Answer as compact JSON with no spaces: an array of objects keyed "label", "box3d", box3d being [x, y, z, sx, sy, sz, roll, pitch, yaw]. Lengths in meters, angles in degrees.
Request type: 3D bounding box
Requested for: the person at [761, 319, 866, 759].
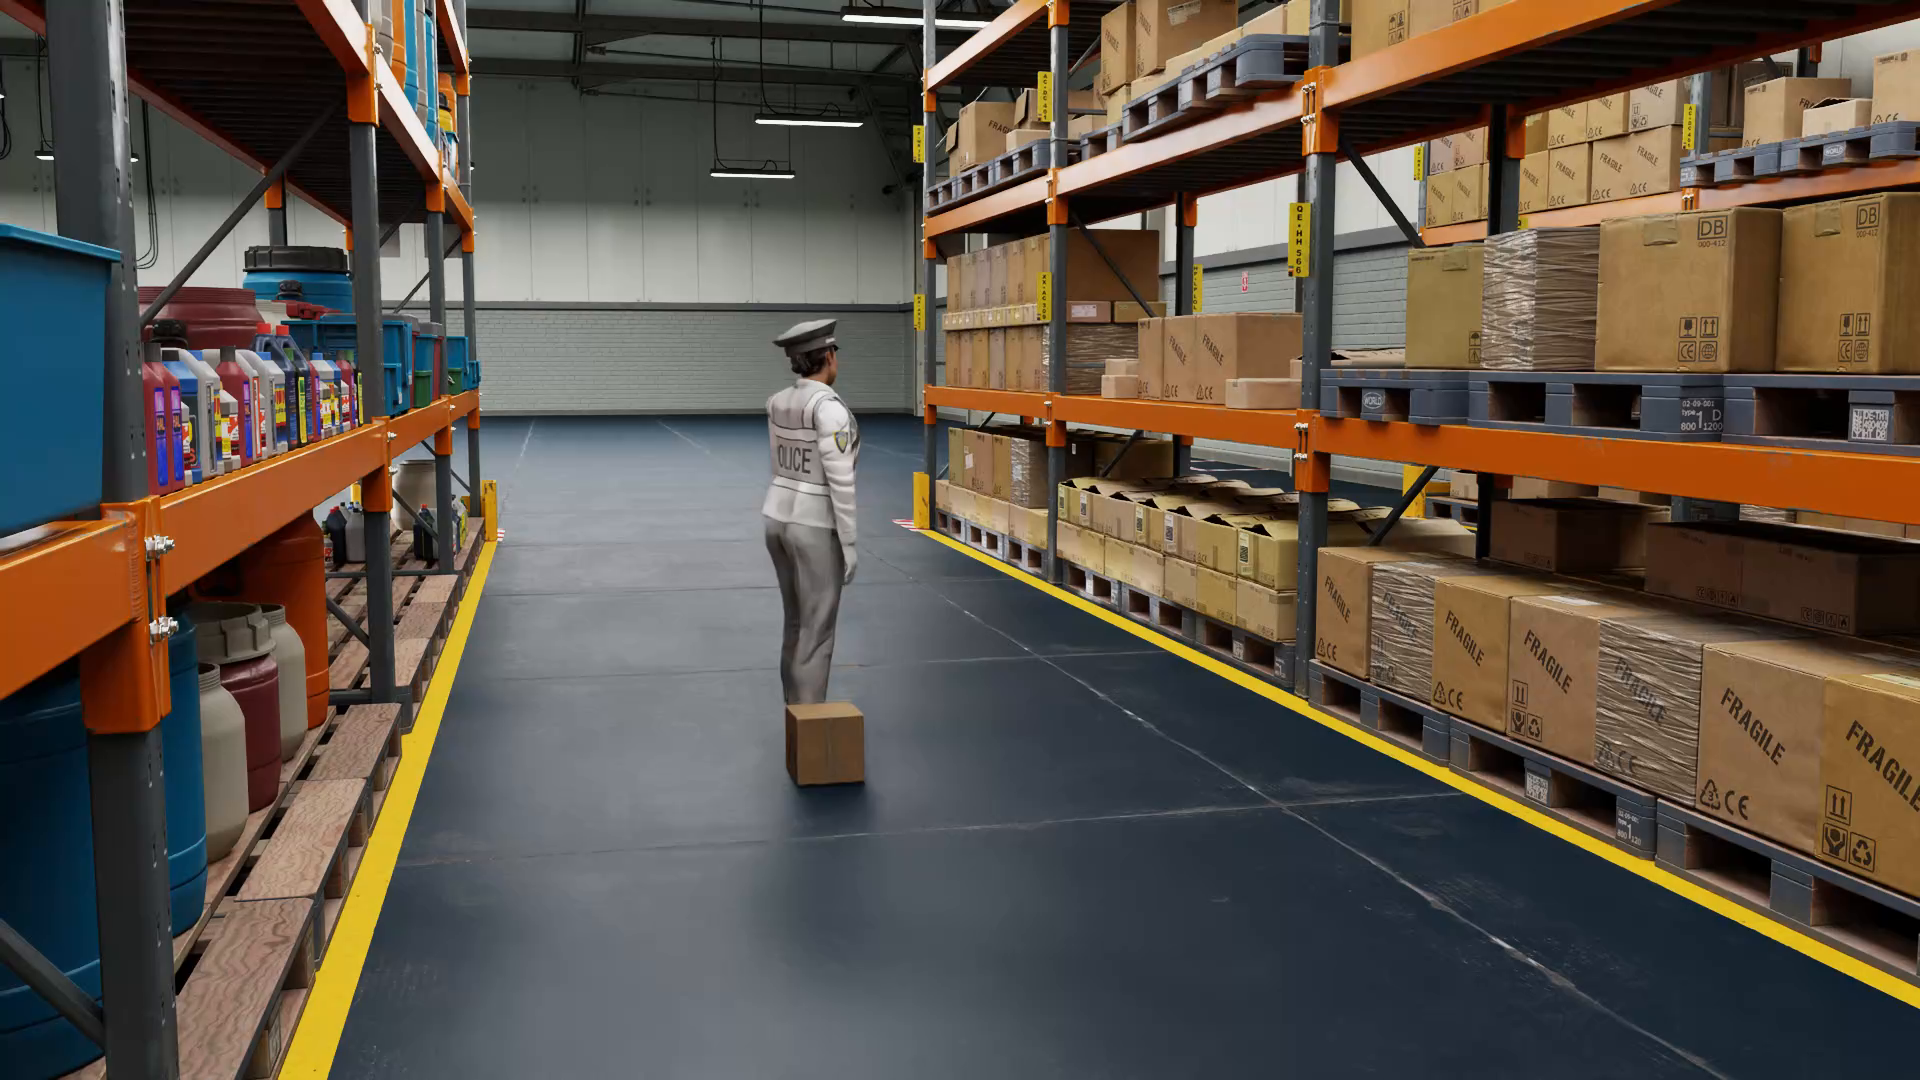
[{"label":"person","box3d":[-0.535,-0.010,6.466,0.432,1.686,0.533,-5,8,-37]}]
